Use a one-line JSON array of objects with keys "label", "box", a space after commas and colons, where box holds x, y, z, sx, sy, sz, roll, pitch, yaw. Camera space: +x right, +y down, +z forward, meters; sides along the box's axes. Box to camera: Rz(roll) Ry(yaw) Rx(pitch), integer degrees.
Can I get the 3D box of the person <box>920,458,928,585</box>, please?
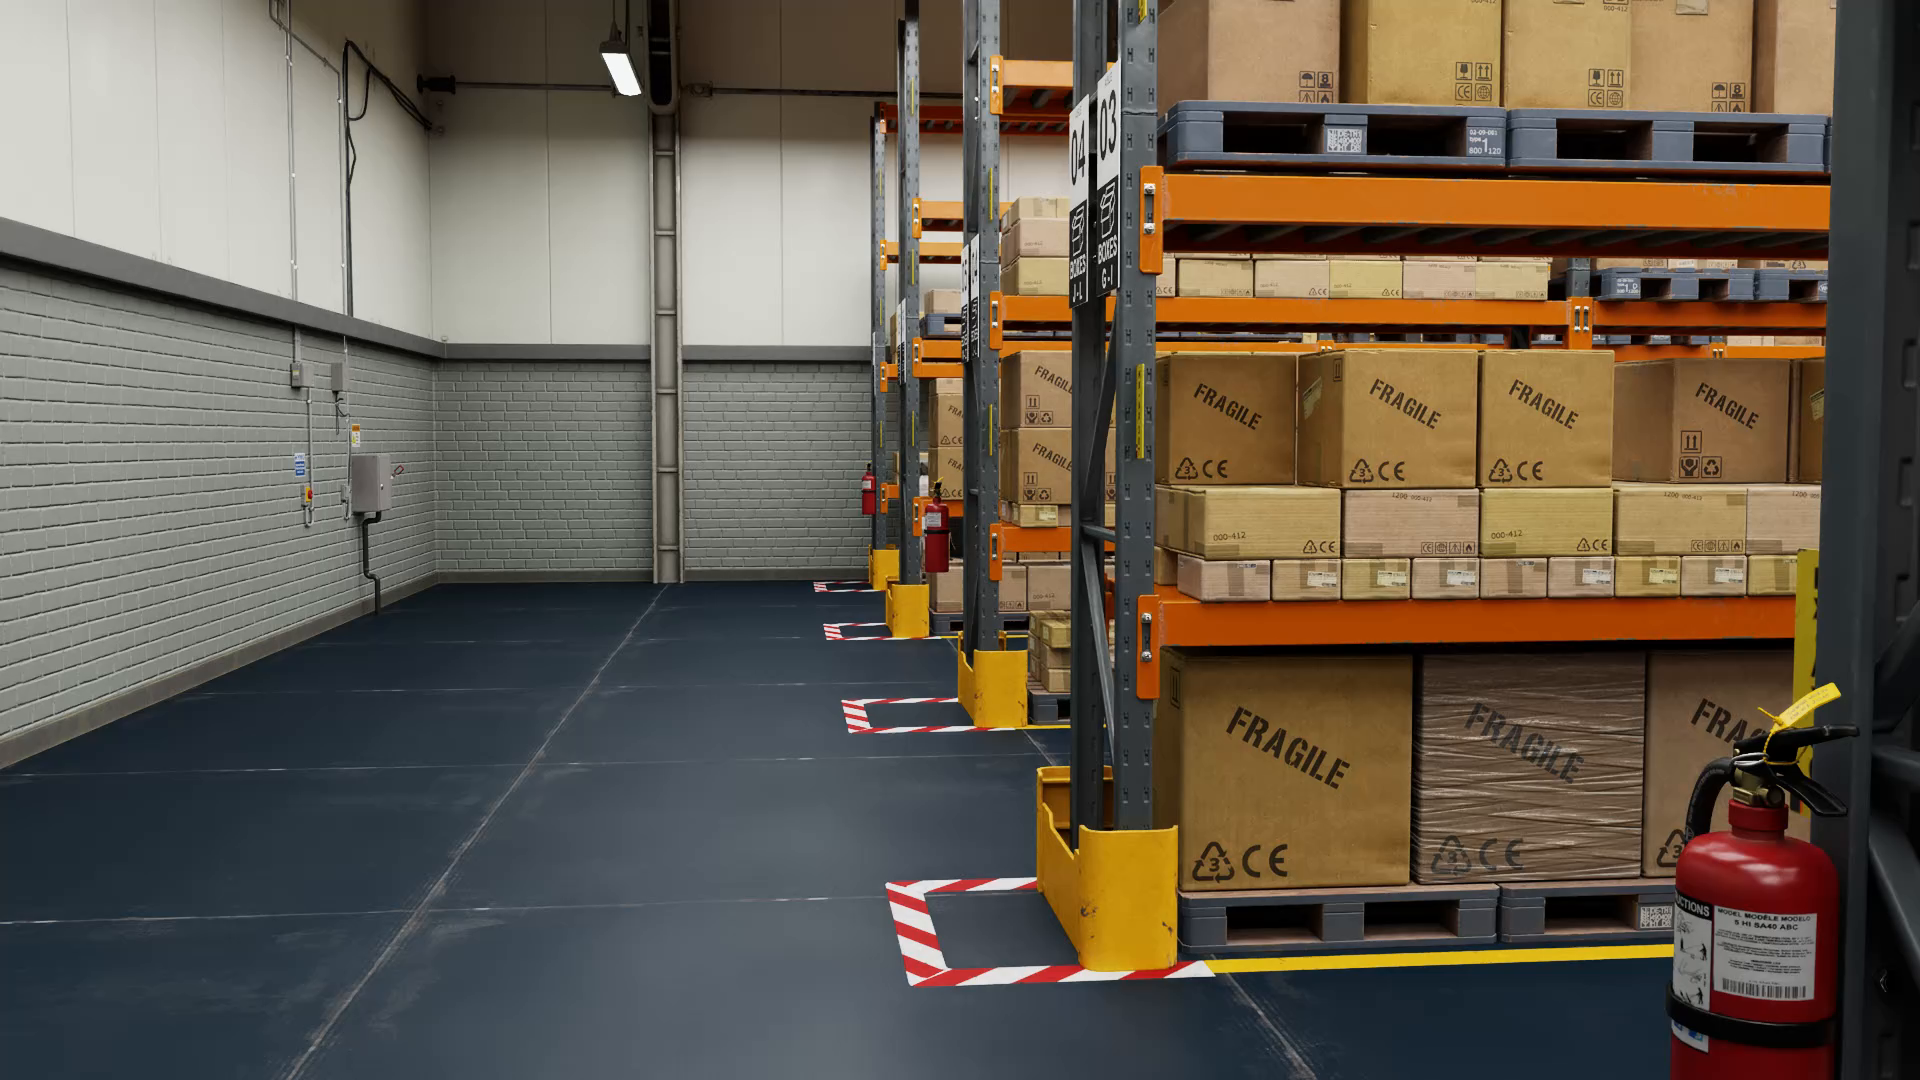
[{"label": "person", "box": [-0.403, -0.104, 18.943, 0.539, 1.661, 0.374, -1, 4, -10]}]
